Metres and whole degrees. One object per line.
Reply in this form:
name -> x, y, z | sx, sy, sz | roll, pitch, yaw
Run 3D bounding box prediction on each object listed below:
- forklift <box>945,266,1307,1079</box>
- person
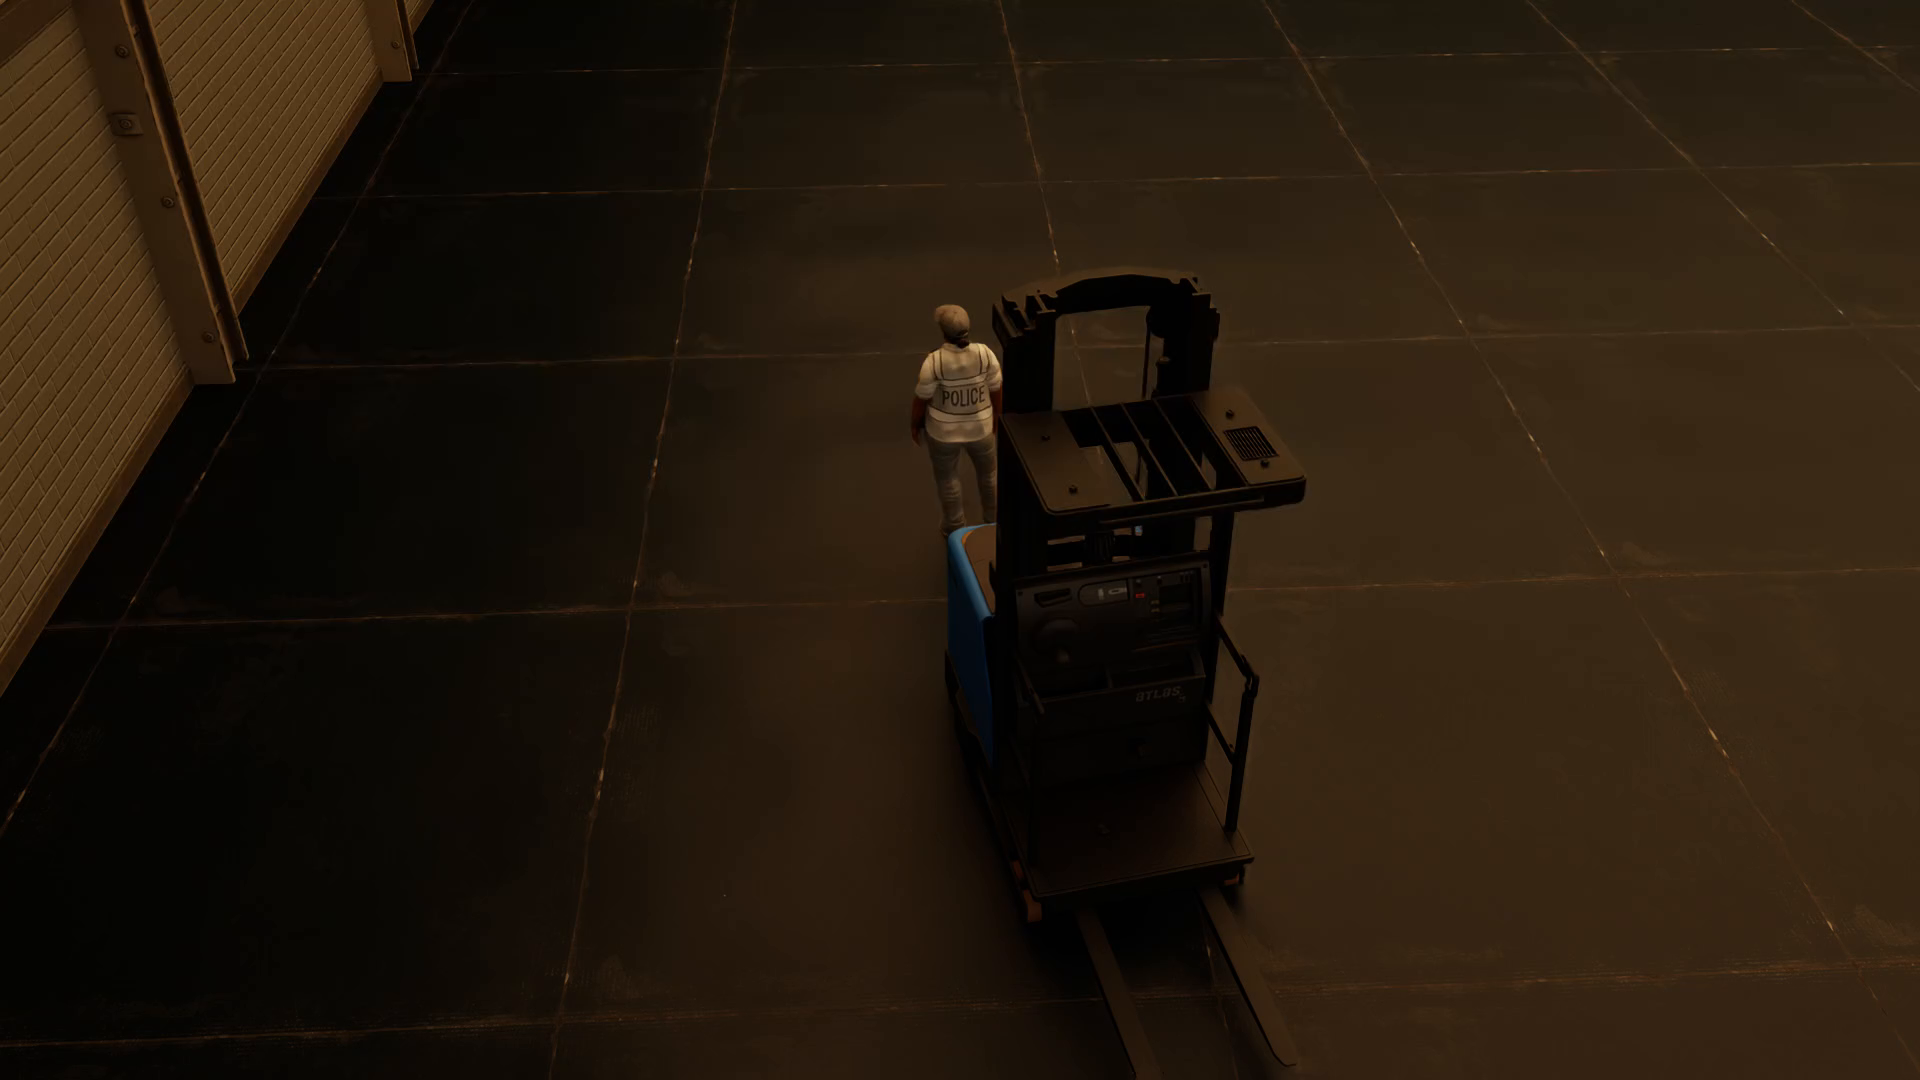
forklift -> 0.758, 0.401, 7.461 | 1.130, 2.935, 3.031 | -8, 37, -11
person -> 0.009, -0.717, 10.075 | 0.641, 1.669, 0.486 | -7, 37, -10
